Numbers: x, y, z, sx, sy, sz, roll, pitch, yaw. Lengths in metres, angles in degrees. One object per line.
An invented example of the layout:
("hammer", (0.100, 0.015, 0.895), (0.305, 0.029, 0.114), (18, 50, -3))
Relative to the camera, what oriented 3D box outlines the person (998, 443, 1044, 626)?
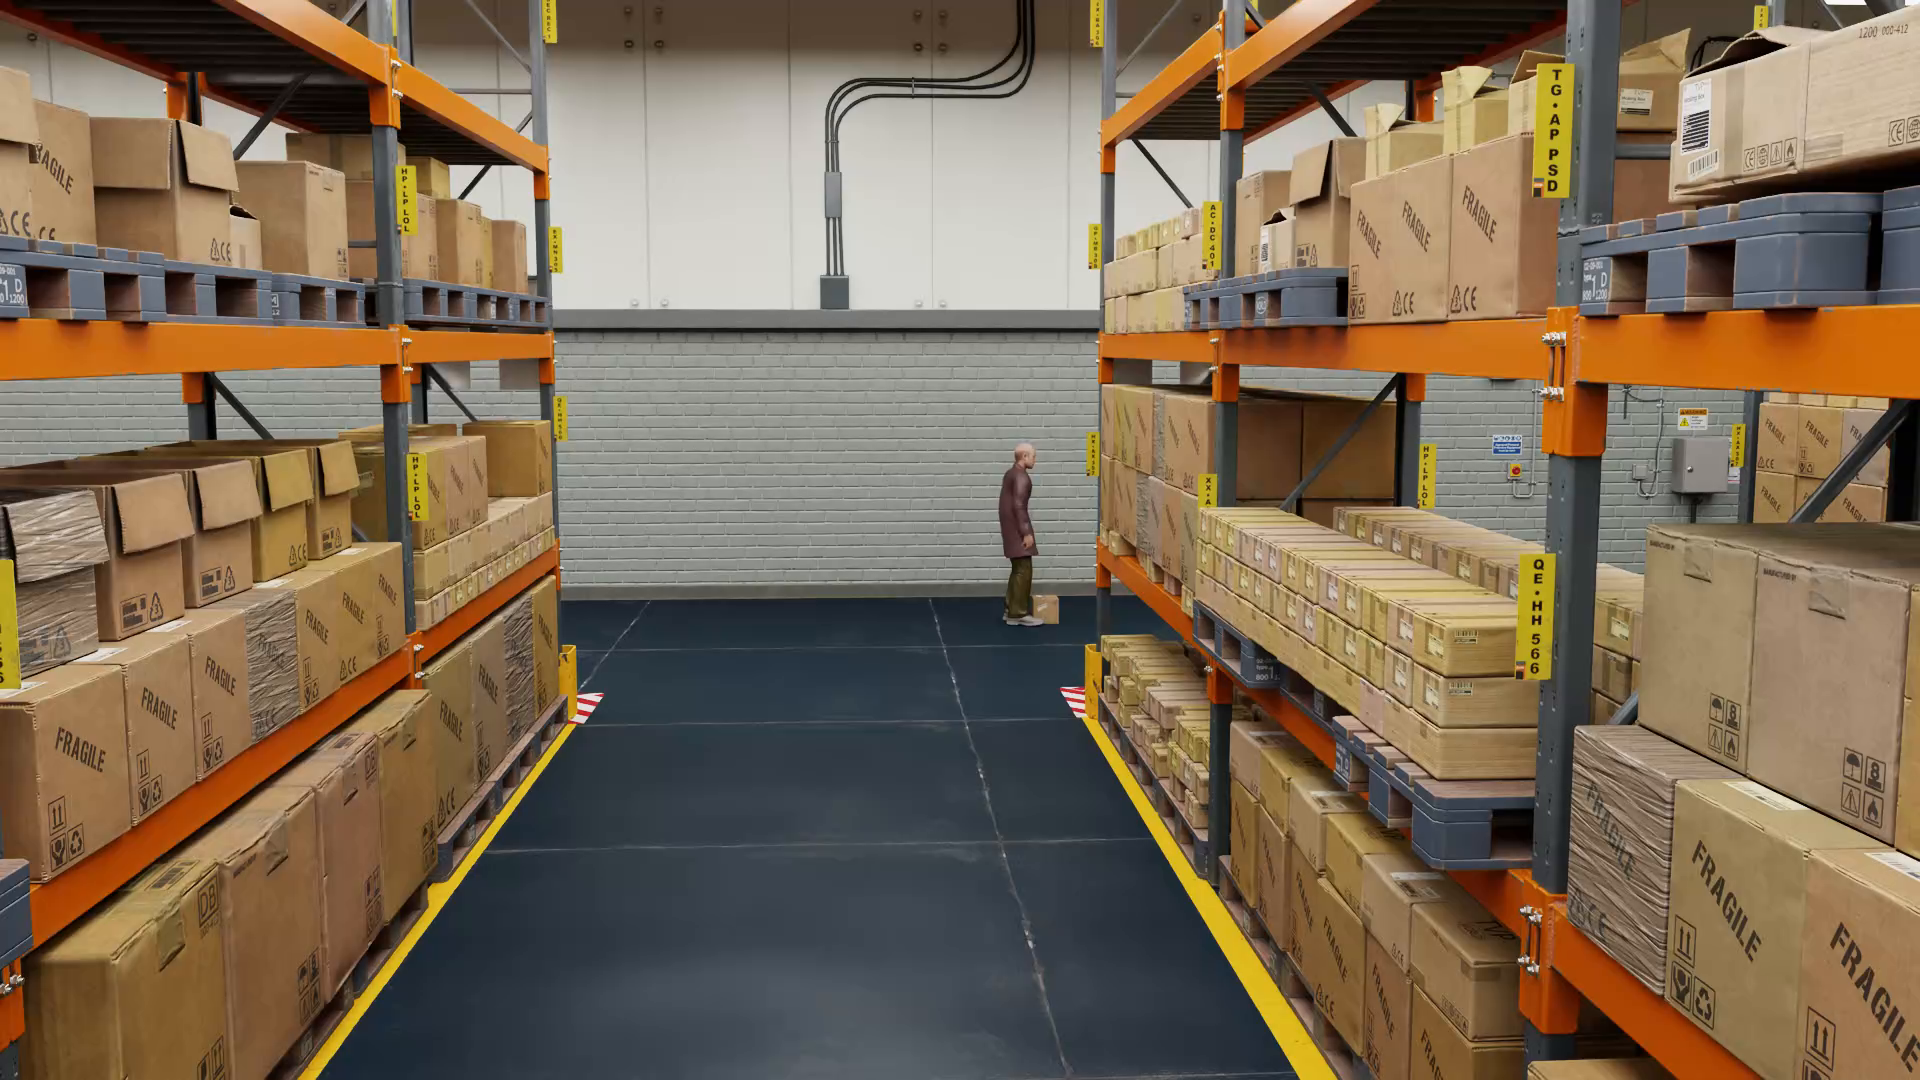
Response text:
("person", (0.592, -0.066, 16.363), (0.425, 1.773, 0.645), (-1, 7, -6))
